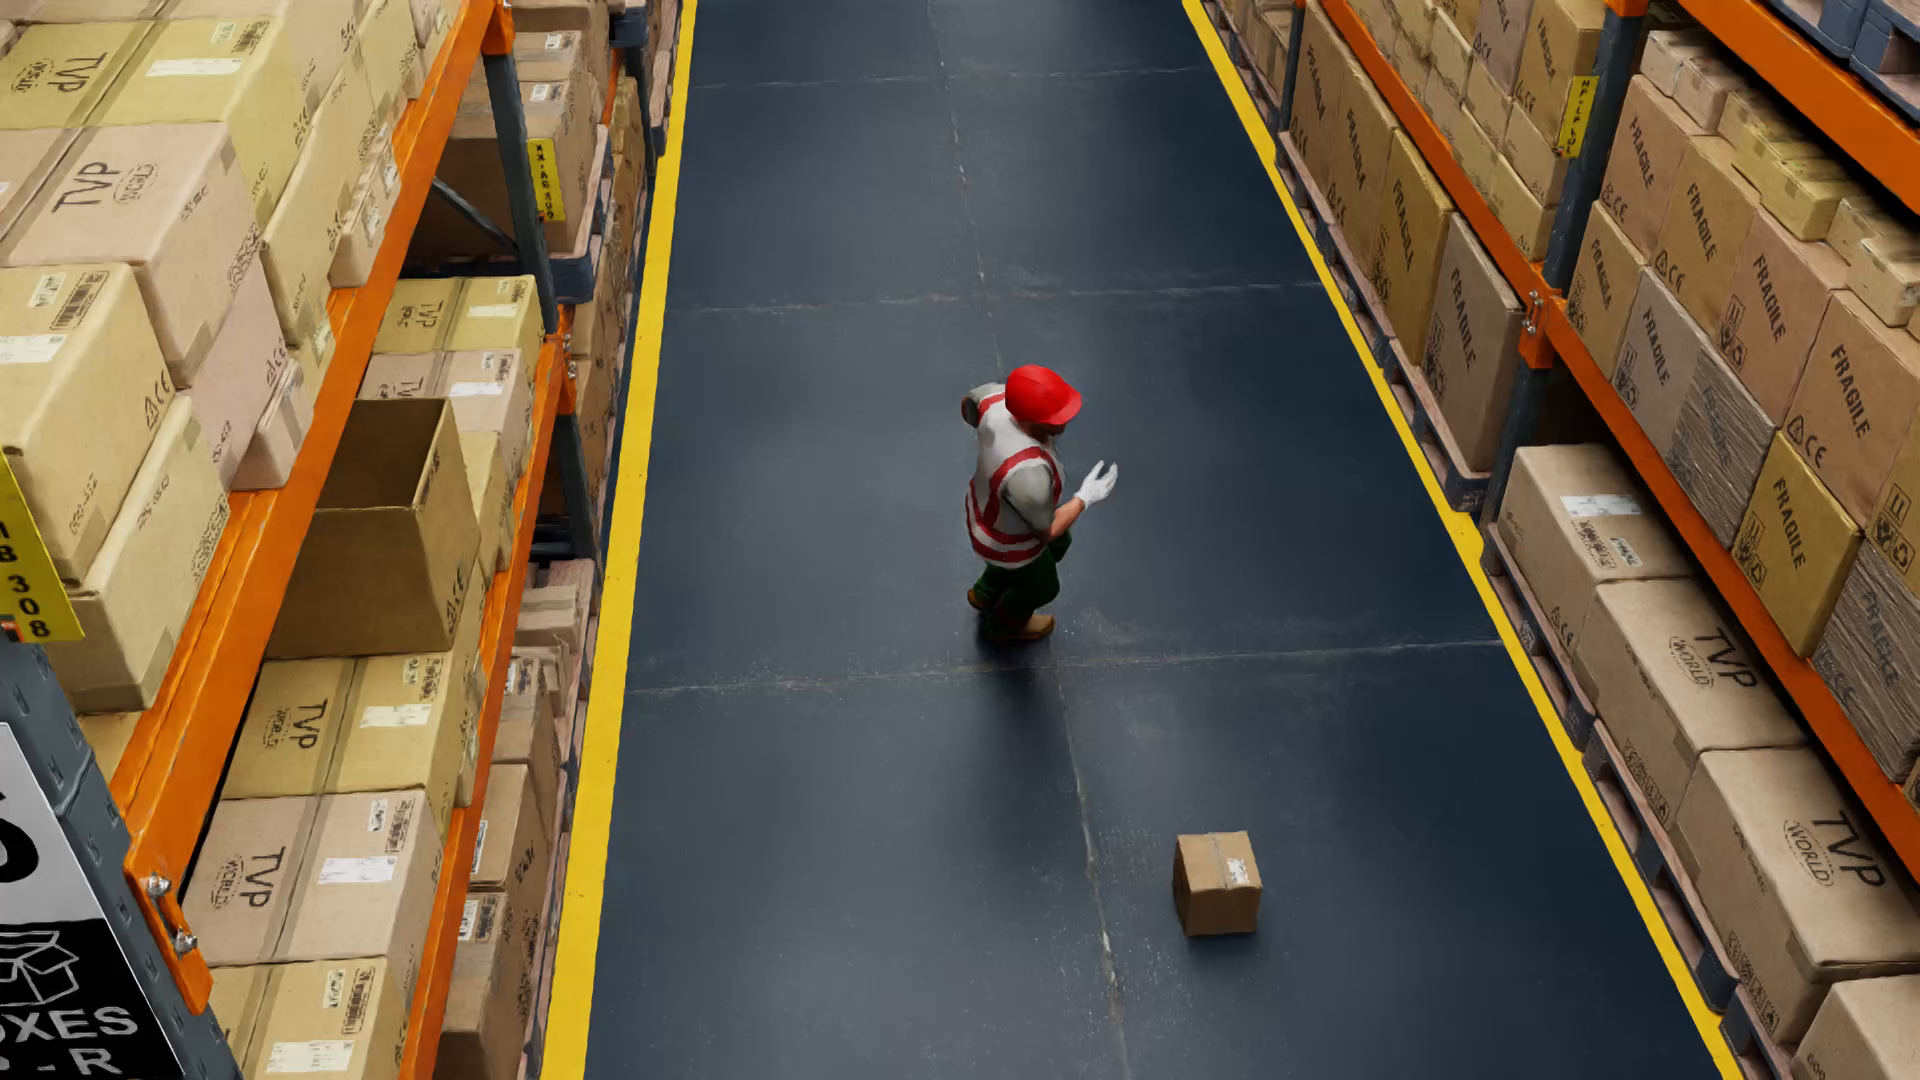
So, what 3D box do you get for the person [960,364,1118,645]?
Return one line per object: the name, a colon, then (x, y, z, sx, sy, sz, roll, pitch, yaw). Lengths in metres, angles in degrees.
person: (0.291, -0.121, 6.389, 0.565, 1.662, 0.922, -6, 39, -7)
